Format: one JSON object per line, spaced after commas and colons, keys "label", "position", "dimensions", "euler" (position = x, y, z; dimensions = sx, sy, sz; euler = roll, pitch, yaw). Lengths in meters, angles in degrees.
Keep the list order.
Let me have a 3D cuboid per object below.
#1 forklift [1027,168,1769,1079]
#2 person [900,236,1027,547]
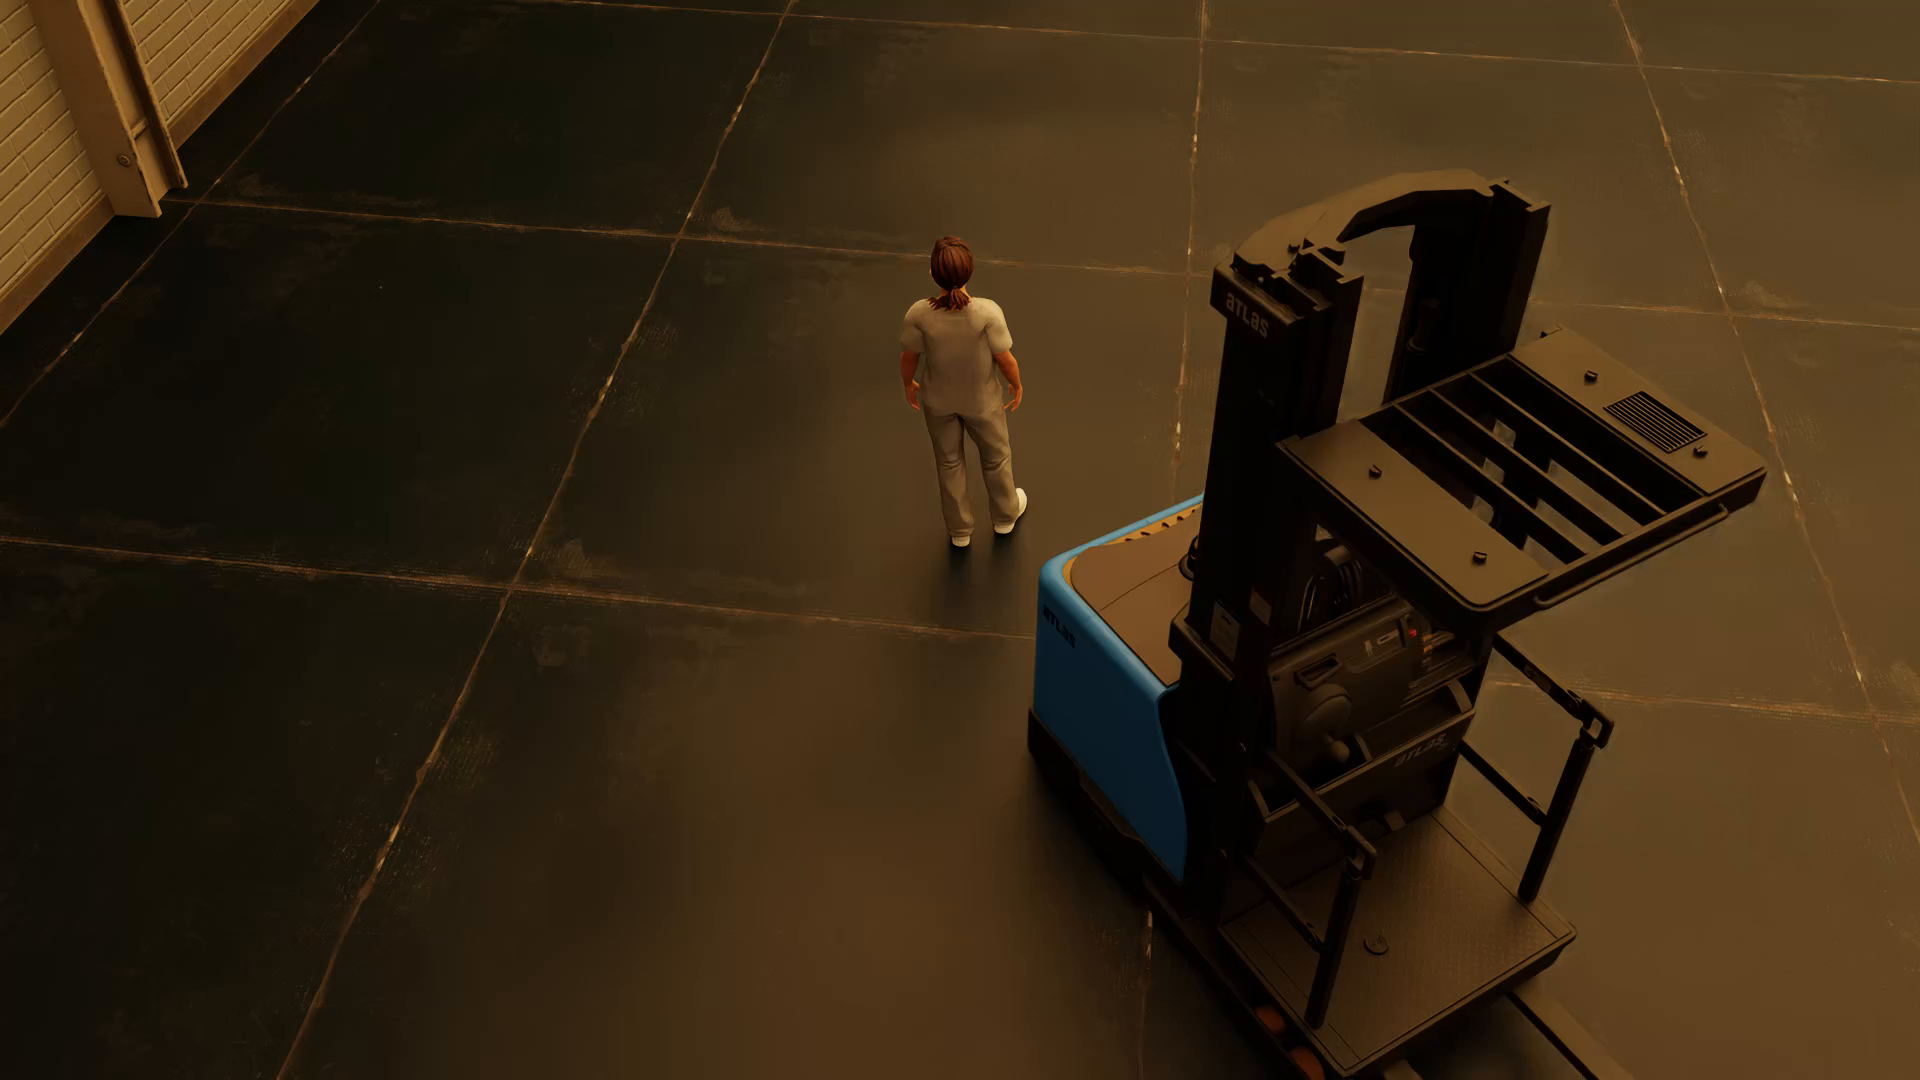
{"label": "forklift", "position": [1.472, 0.482, 5.199], "dimensions": [1.130, 2.935, 3.031], "euler": [-22, 47, -22]}
{"label": "person", "position": [0.024, -0.671, 7.372], "dimensions": [0.549, 1.674, 0.548], "euler": [5, 43, 6]}
